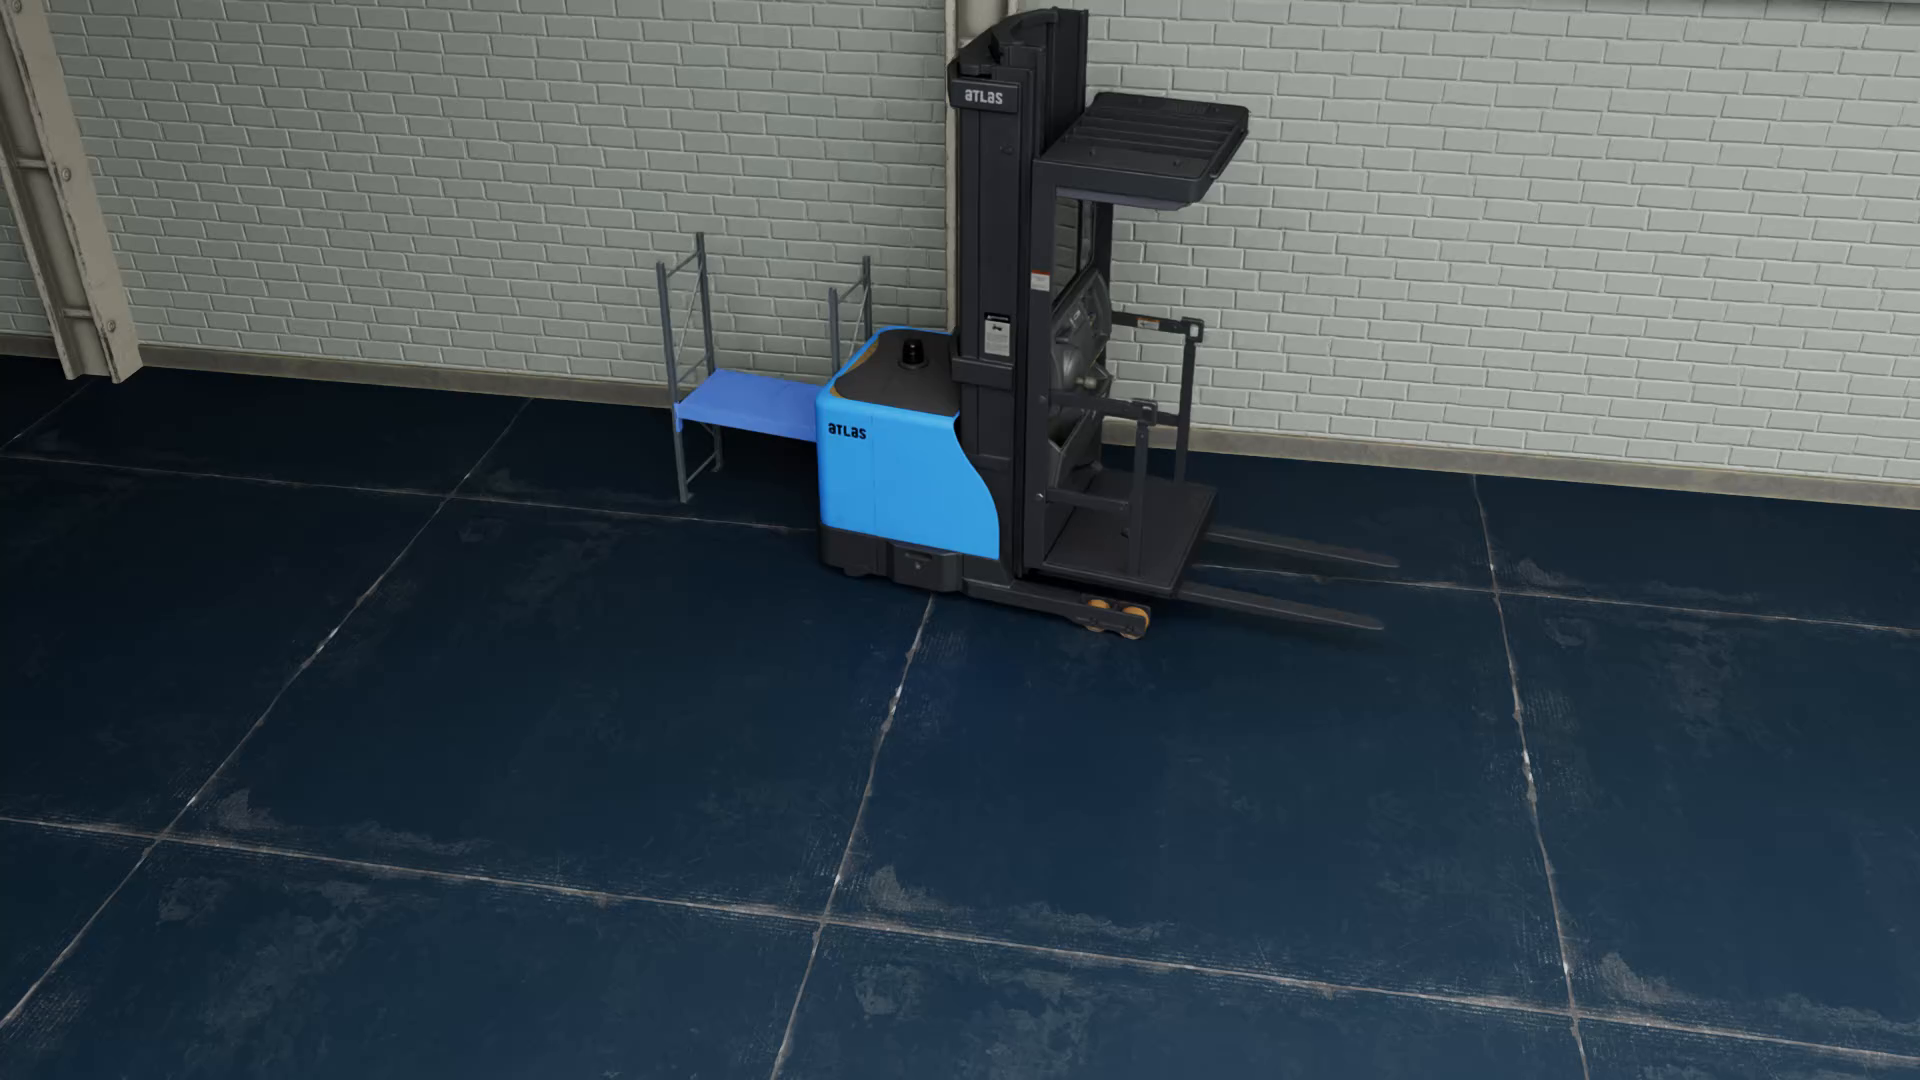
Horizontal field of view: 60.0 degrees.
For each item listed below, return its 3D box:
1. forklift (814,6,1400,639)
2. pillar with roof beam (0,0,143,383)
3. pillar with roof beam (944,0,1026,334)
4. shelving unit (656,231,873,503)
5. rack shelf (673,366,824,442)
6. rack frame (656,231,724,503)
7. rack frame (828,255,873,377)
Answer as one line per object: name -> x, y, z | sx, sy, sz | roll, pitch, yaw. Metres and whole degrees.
forklift -> 0.800, -1.049, 8.337 | 3.031, 2.935, 1.130 | 11, 34, 17
pillar with roof beam -> -6.501, -2.705, 5.264 | 0.400, 9.000, 9.100 | 5, 32, 8
pillar with roof beam -> -0.586, -2.169, 4.408 | 0.400, 9.000, 9.100 | 5, 32, 8
shelving unit -> -1.067, -0.886, 9.426 | 1.048, 1.500, 0.538 | 11, 34, 17
rack shelf -> -1.067, -0.734, 9.521 | 1.000, 0.185, 0.538 | 11, 34, 17
rack frame -> -1.544, -0.978, 9.573 | 0.032, 1.500, 0.500 | 11, 34, 17
rack frame -> -0.589, -0.794, 9.279 | 0.032, 1.500, 0.500 | 11, 34, 17
